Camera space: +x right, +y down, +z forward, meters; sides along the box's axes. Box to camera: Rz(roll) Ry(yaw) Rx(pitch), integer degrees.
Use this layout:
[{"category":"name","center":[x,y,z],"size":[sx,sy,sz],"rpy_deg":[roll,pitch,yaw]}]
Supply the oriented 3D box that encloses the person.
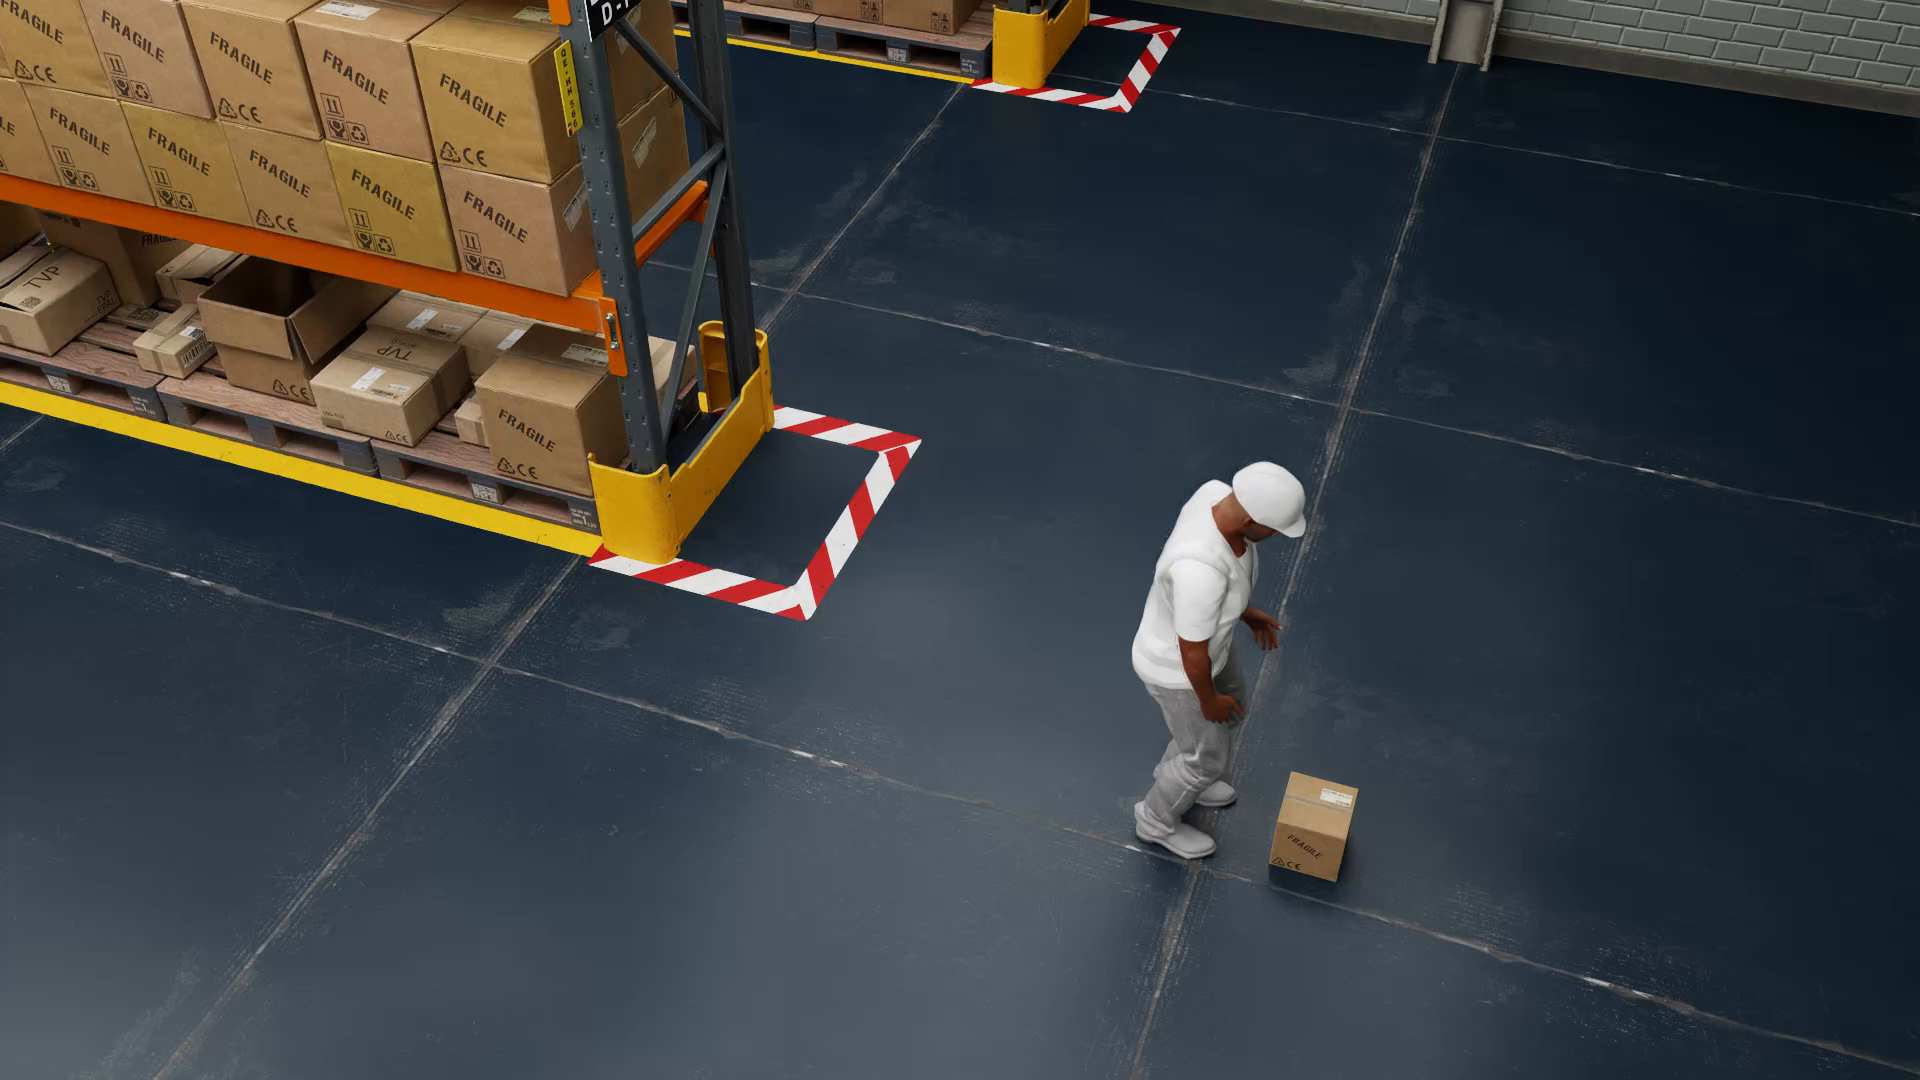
[{"category":"person","center":[0.864,0.387,5.755],"size":[0.491,1.696,0.599],"rpy_deg":[15,43,16]}]
